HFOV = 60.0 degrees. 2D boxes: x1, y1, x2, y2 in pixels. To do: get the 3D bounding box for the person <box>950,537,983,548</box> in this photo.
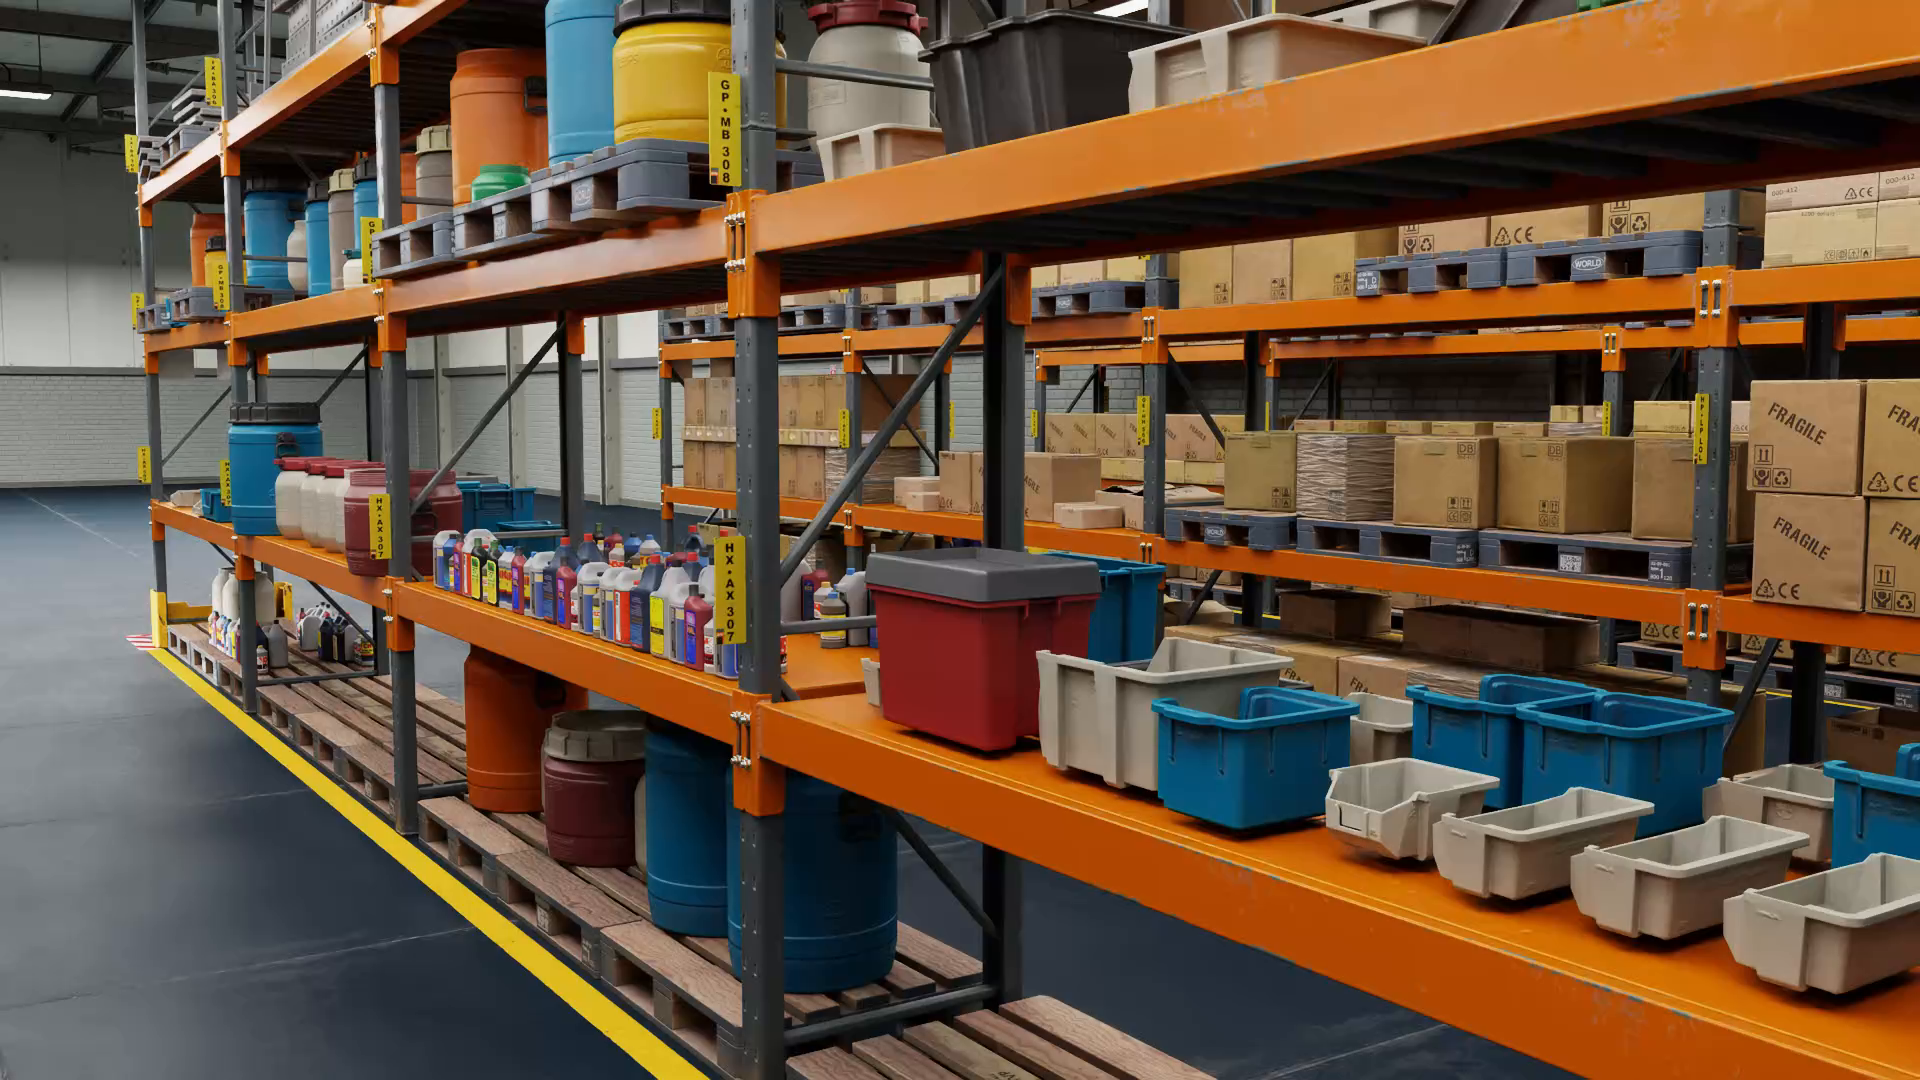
[{"bbox_3d":[0.019,-0.010,16.742,0.556,1.652,0.367,-3,6,-35],"label":"person"}]
